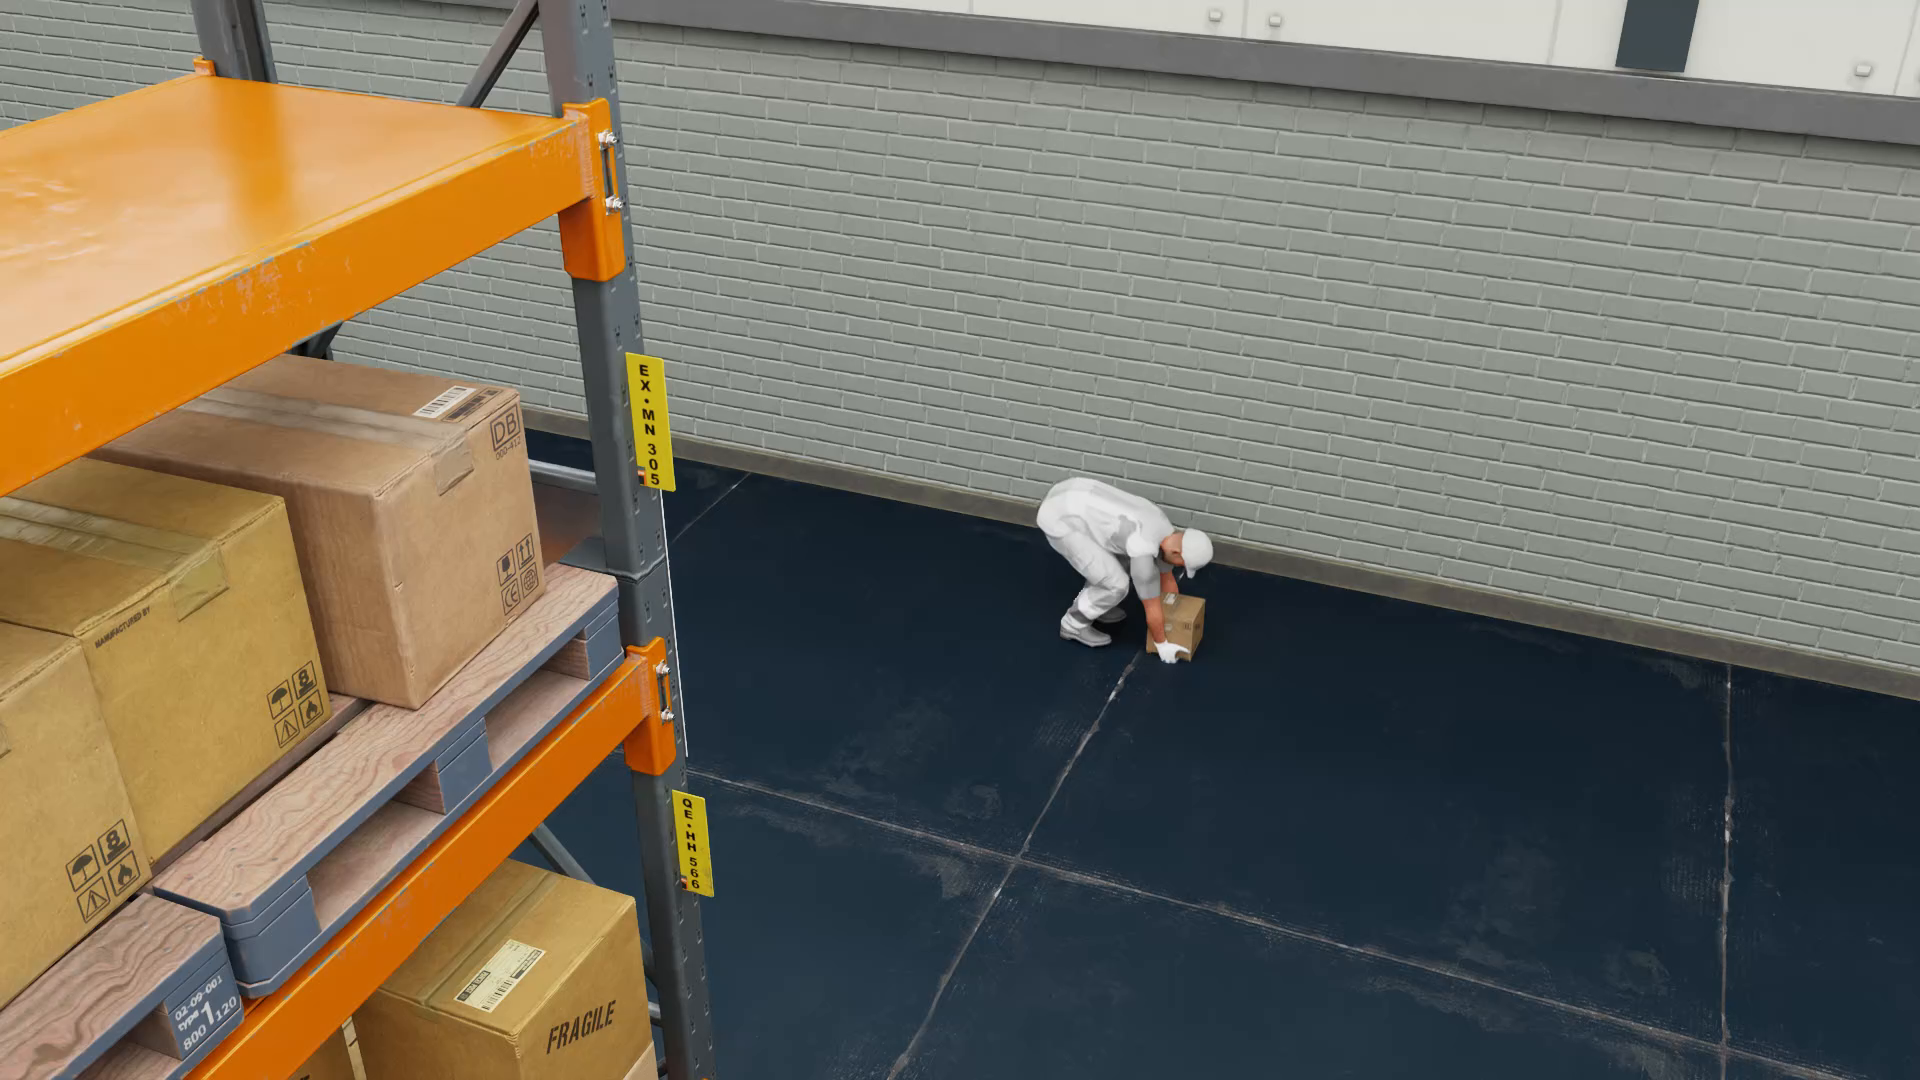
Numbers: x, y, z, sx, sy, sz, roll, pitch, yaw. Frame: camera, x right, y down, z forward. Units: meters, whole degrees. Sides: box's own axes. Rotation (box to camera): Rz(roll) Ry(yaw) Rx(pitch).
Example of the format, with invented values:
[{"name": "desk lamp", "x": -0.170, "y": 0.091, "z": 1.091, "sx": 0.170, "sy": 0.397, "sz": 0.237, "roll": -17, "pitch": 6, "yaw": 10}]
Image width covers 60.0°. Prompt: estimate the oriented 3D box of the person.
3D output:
[{"name": "person", "x": 0.893, "y": 0.138, "z": 9.052, "sx": 0.956, "sy": 0.915, "sz": 0.535, "roll": 10, "pitch": 31, "yaw": 17}]
